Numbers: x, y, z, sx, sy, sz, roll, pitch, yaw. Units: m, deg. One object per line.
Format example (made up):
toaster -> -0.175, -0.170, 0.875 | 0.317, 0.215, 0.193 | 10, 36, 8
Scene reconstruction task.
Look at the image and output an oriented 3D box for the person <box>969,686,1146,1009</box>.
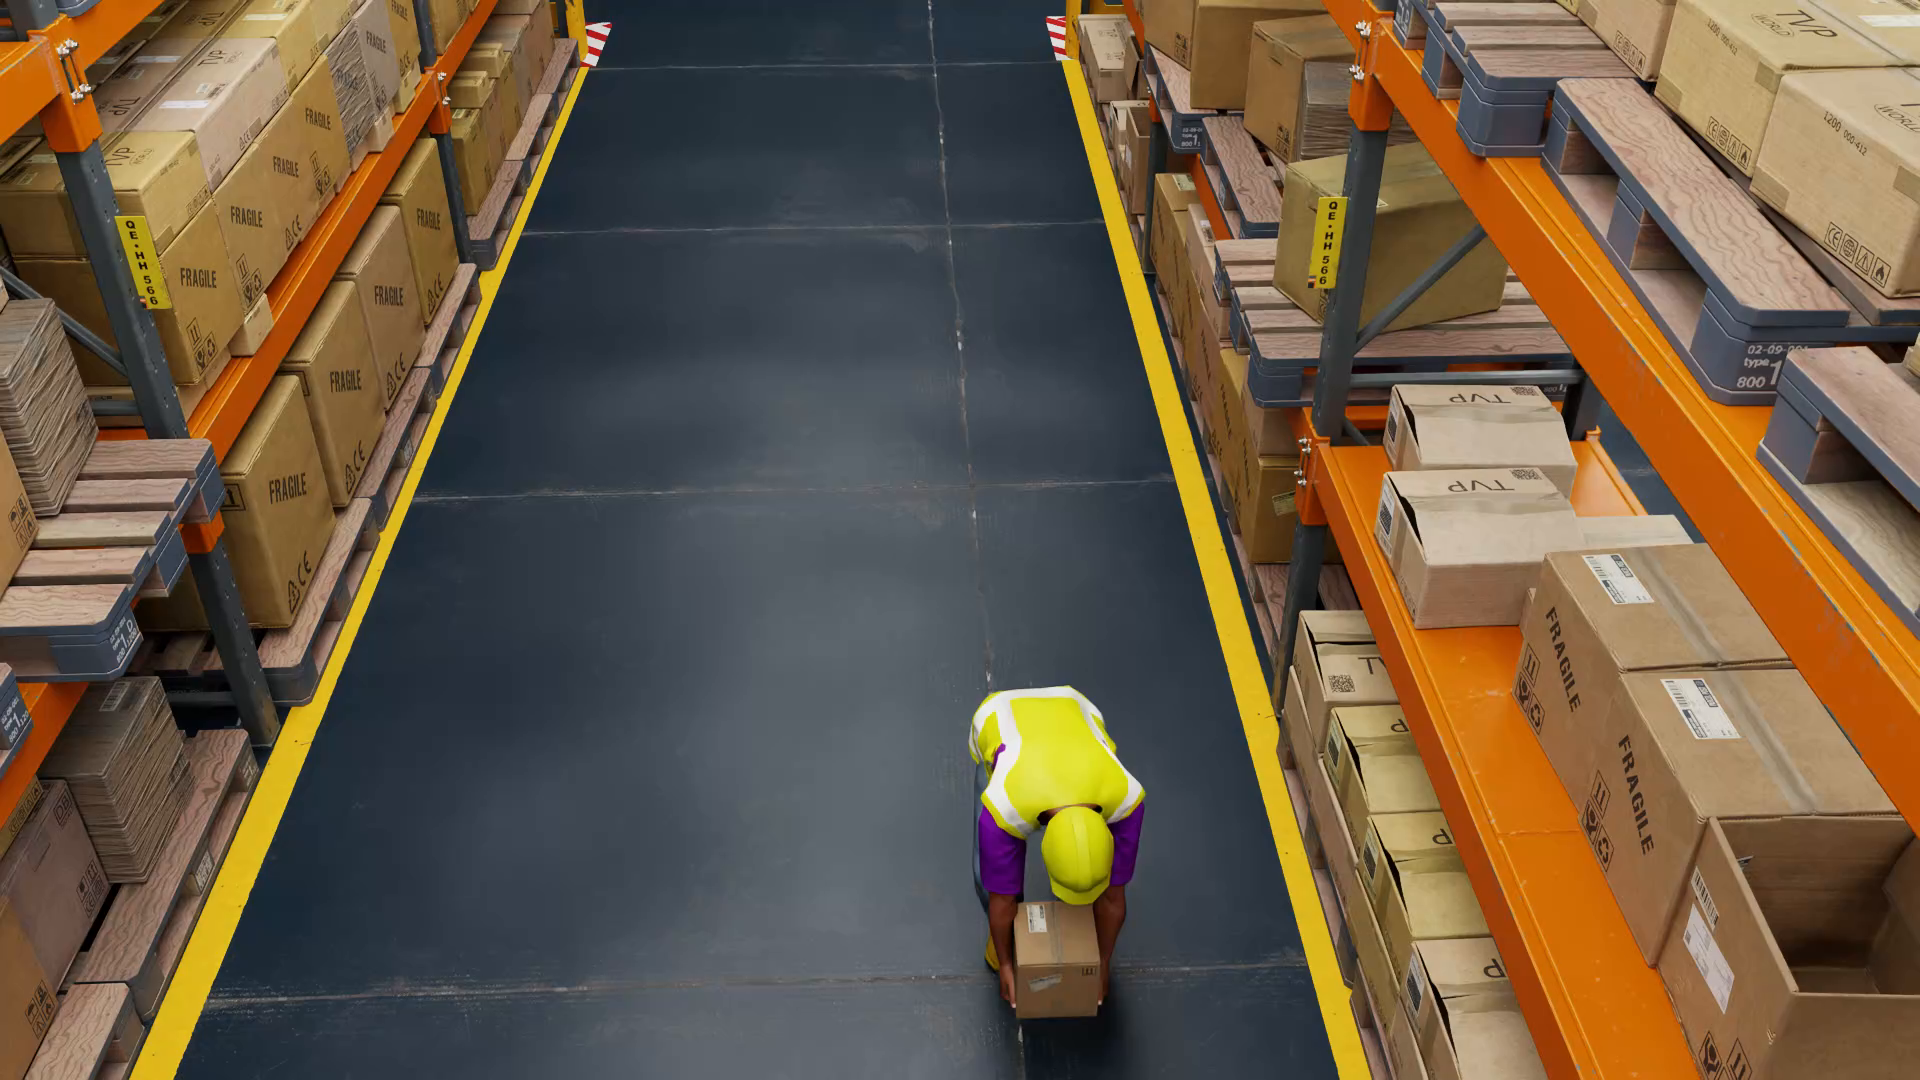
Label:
person -> 0.297, 1.013, 5.283 | 0.510, 1.072, 0.965 | -3, 35, -5
